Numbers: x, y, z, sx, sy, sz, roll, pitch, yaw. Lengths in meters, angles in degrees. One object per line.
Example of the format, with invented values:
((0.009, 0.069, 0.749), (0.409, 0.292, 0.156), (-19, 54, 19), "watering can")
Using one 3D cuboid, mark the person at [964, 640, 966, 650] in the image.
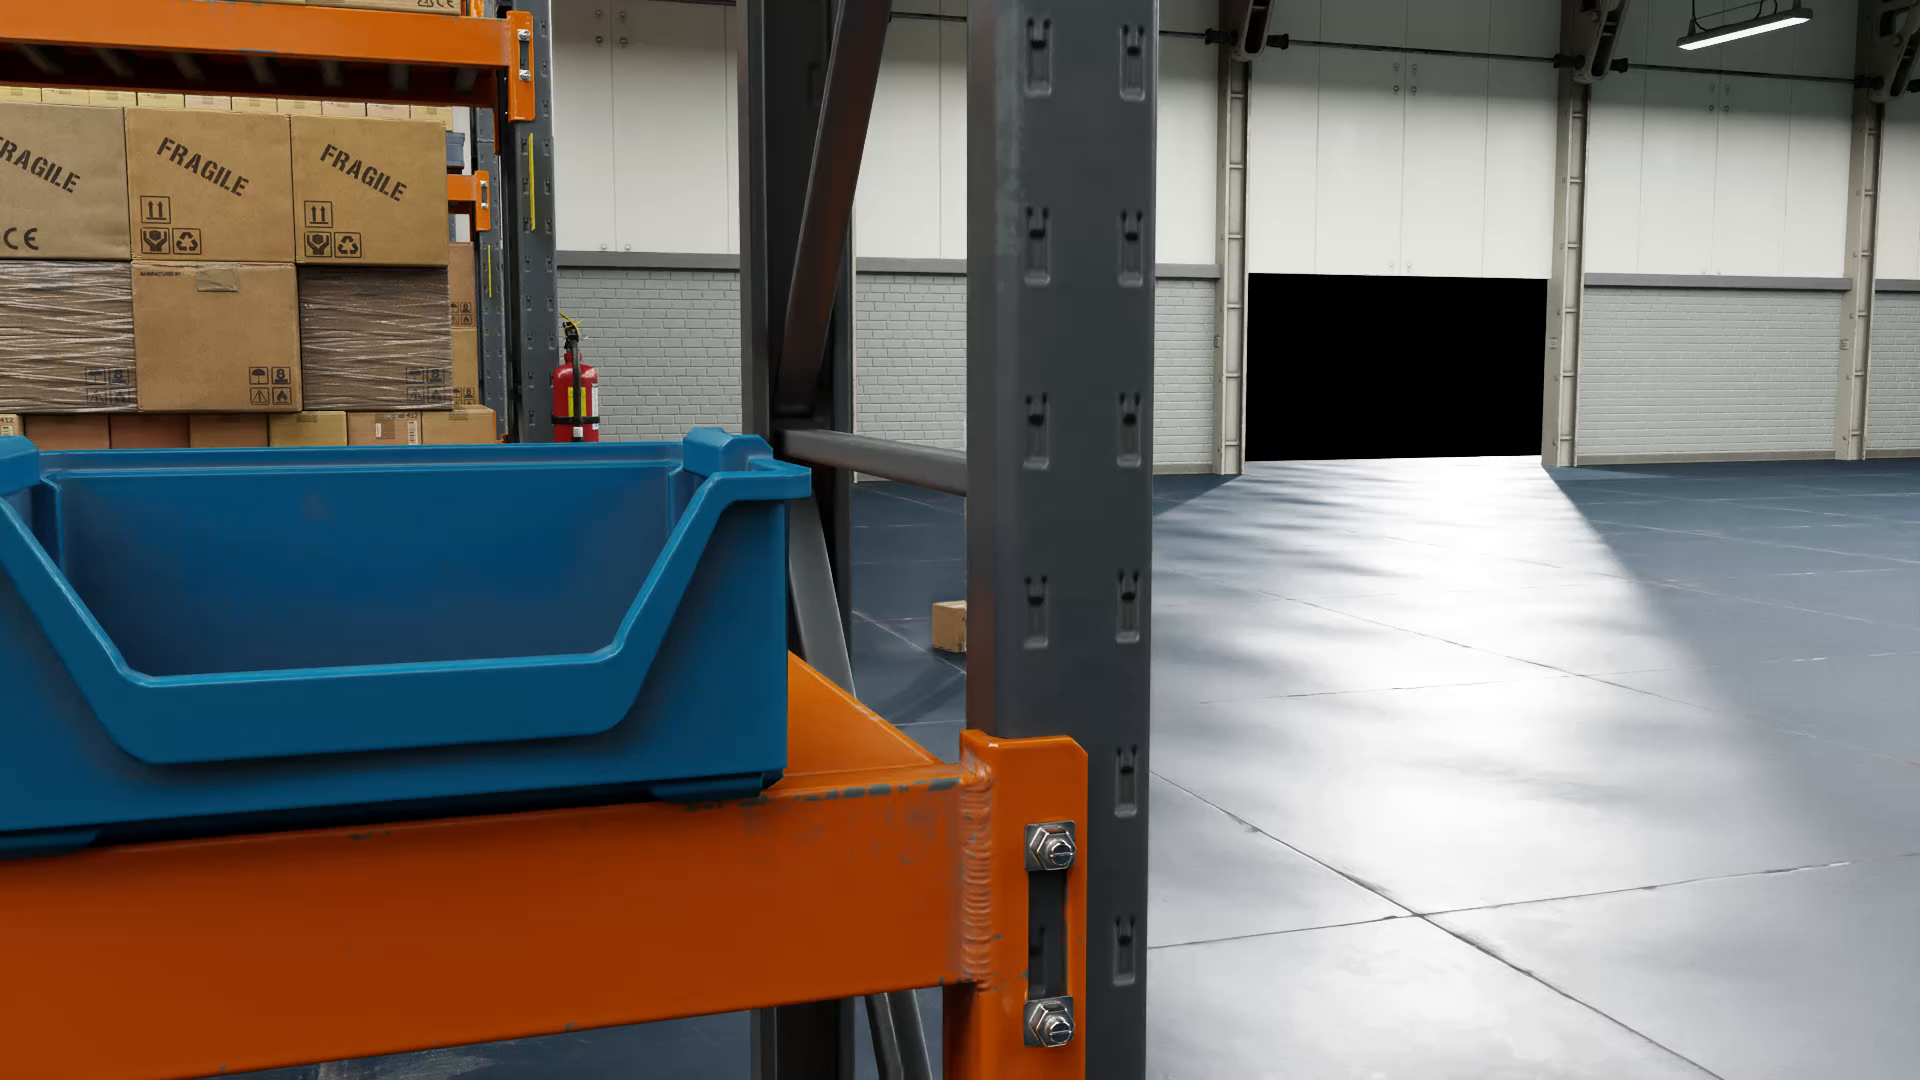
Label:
((0.253, -0.153, 9.248), (0.443, 1.586, 0.518), (2, 6, 14), "person")
